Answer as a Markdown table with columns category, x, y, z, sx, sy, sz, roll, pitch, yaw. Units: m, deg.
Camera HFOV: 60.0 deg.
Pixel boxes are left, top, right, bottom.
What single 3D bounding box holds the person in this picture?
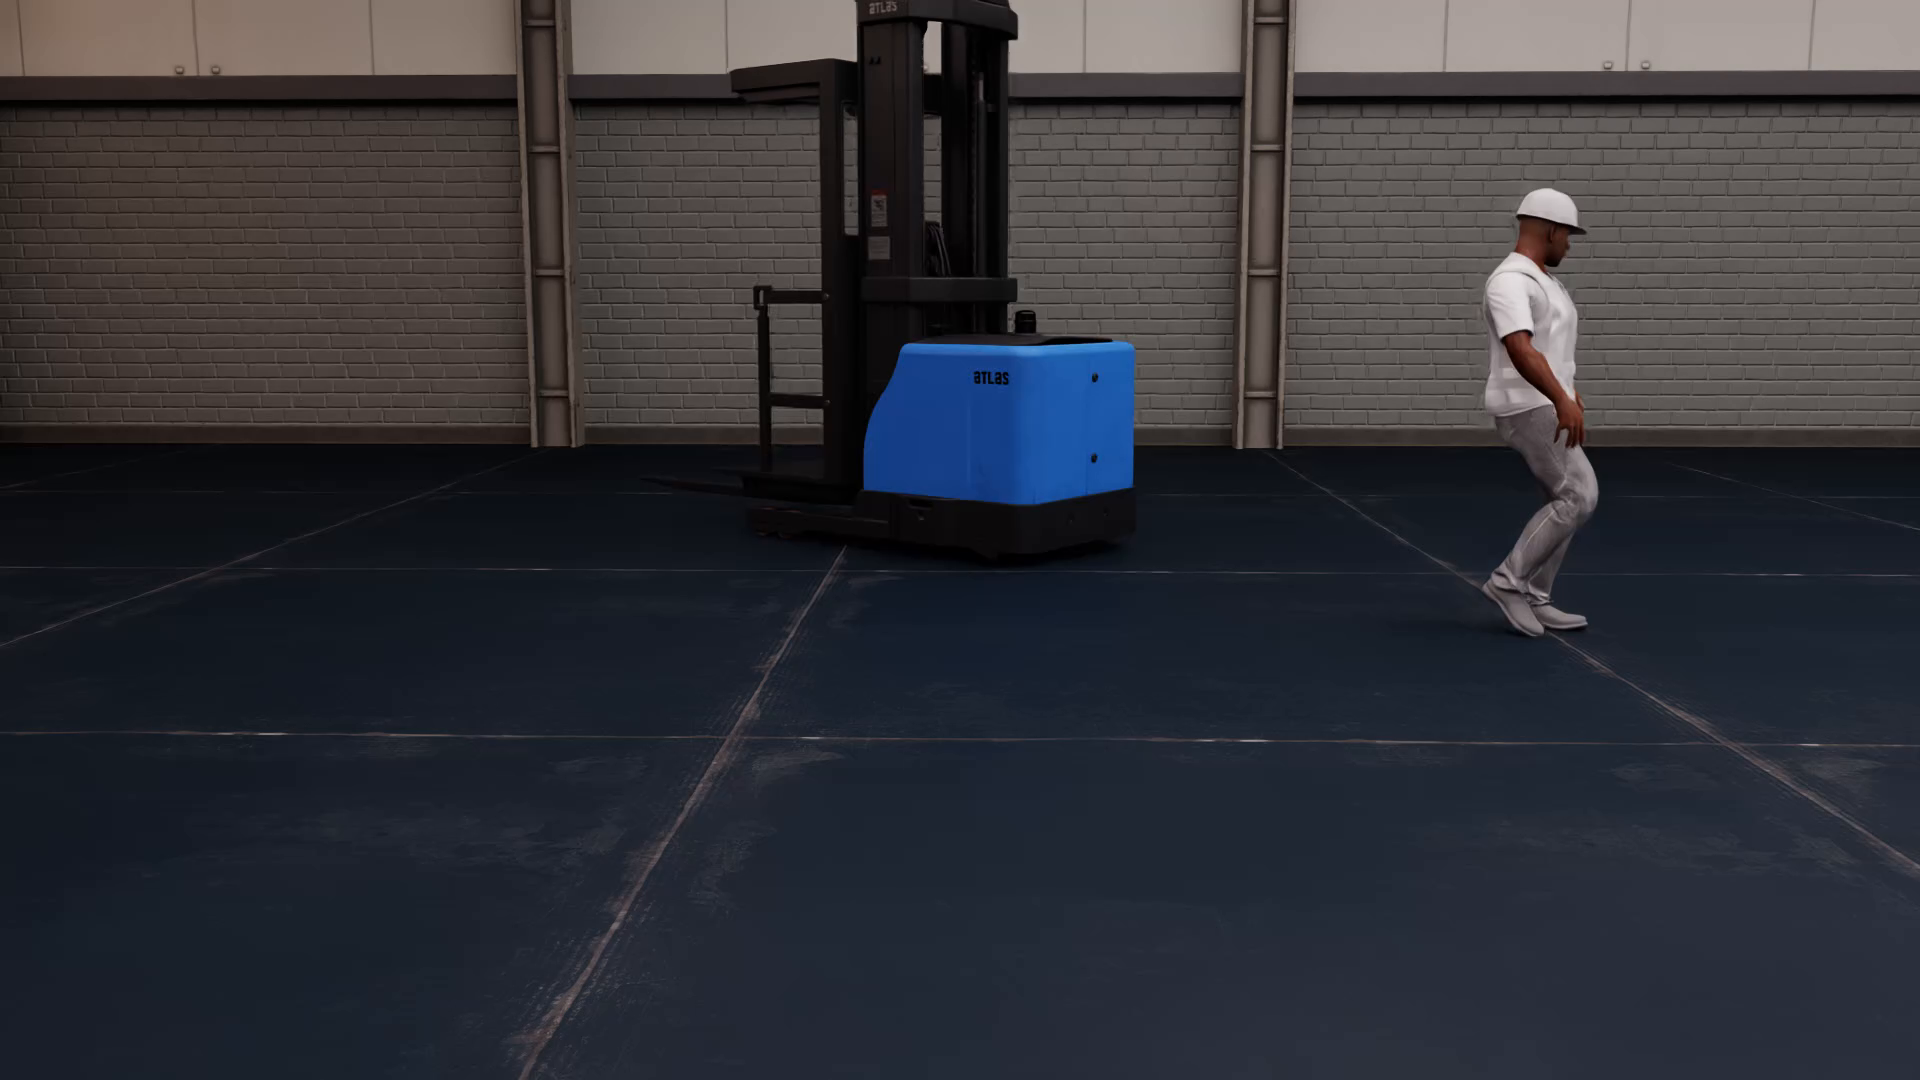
| category | x | y | z | sx | sy | sz | roll | pitch | yaw |
| --- | --- | --- | --- | --- | --- | --- | --- | --- | --- |
| person | 2.341 | -0.507 | 6.615 | 0.487 | 1.748 | 0.838 | 5 | 10 | 32 |

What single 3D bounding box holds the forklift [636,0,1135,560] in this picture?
| category | x | y | z | sx | sy | sz | roll | pitch | yaw |
| --- | --- | --- | --- | --- | --- | --- | --- | --- | --- |
| forklift | -0.547 | -1.504 | 9.145 | 3.031 | 2.935 | 1.130 | 7 | 11 | 37 |
